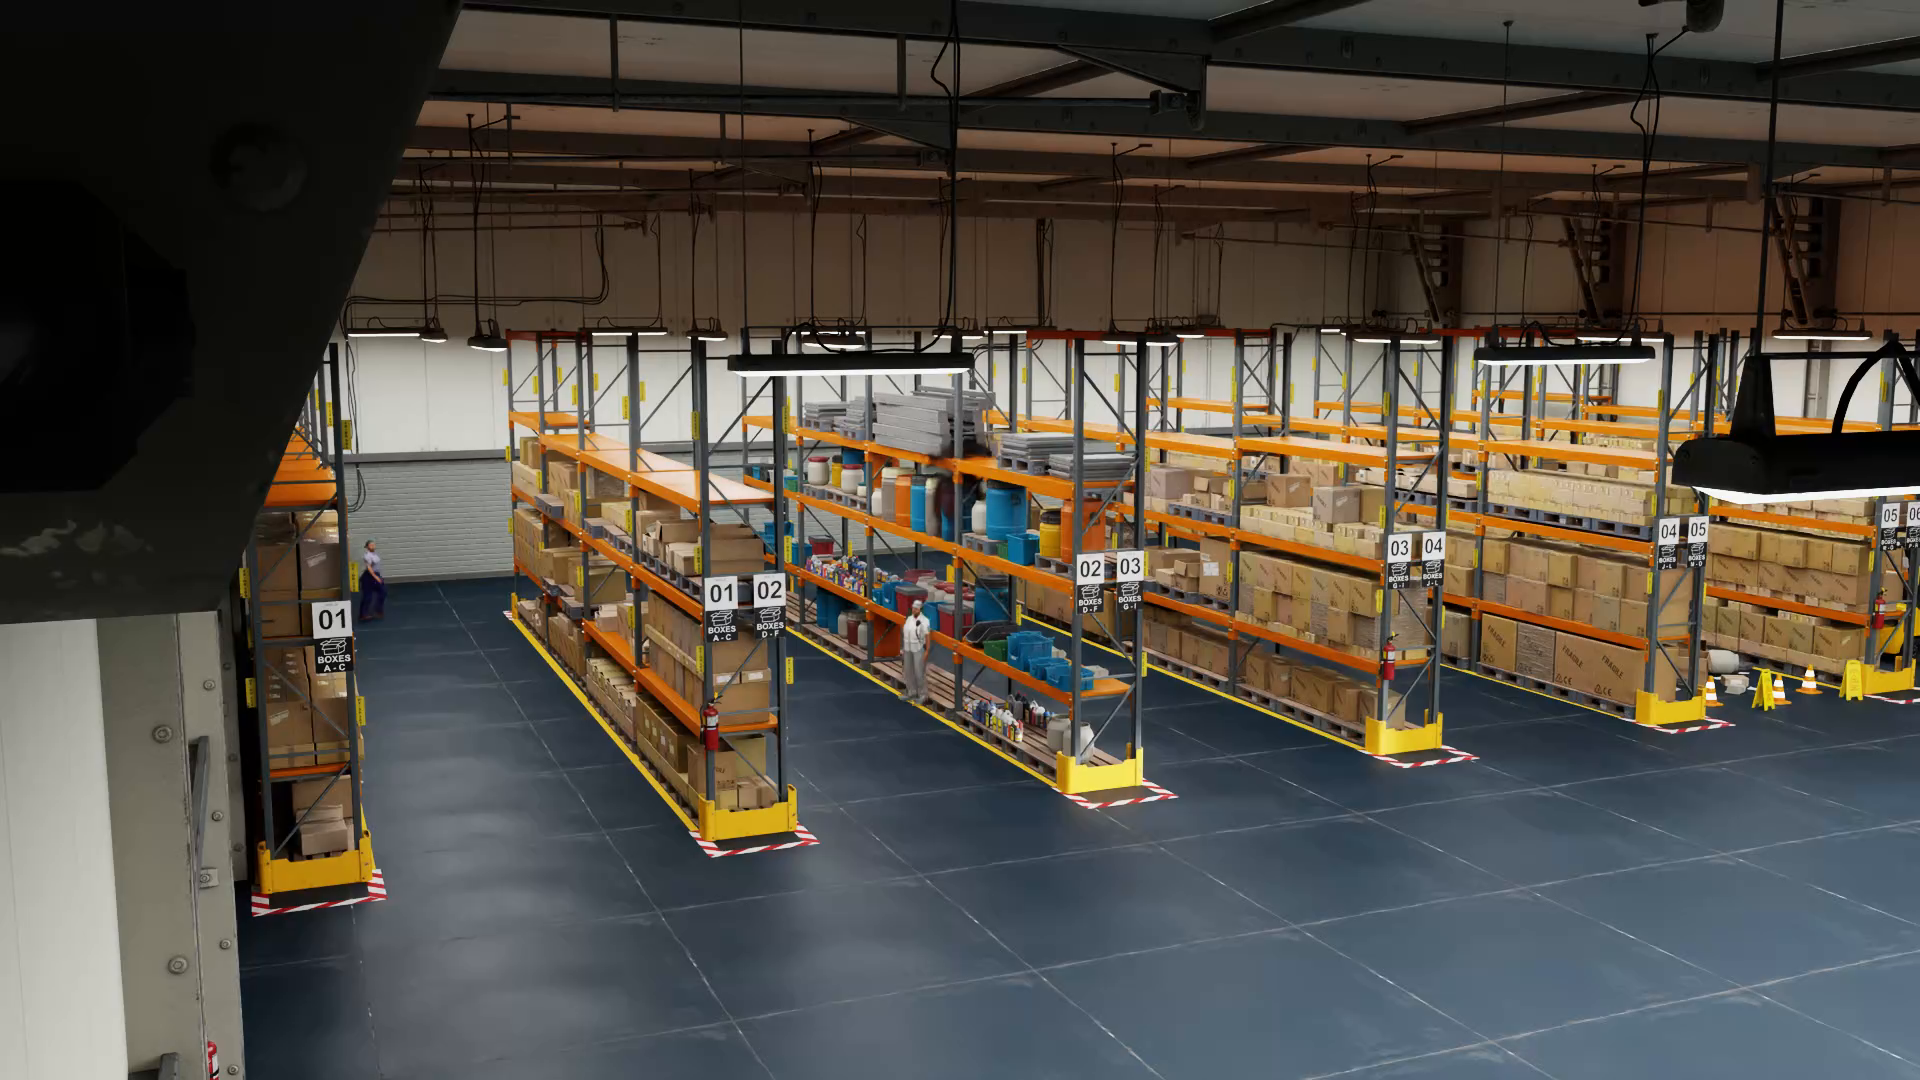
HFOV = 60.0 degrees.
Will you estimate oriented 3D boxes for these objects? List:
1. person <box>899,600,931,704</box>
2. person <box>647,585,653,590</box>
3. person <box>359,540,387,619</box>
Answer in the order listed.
[{"bbox_3d":[-0.718,1.788,26.715,0.600,1.668,0.386,6,10,36],"label":"person"},{"bbox_3d":[-6.495,0.676,35.318,0.595,1.733,1.018,-4,9,-25],"label":"person"},{"bbox_3d":[-12.200,0.845,34.495,0.555,1.701,0.633,-1,8,-6],"label":"person"}]
